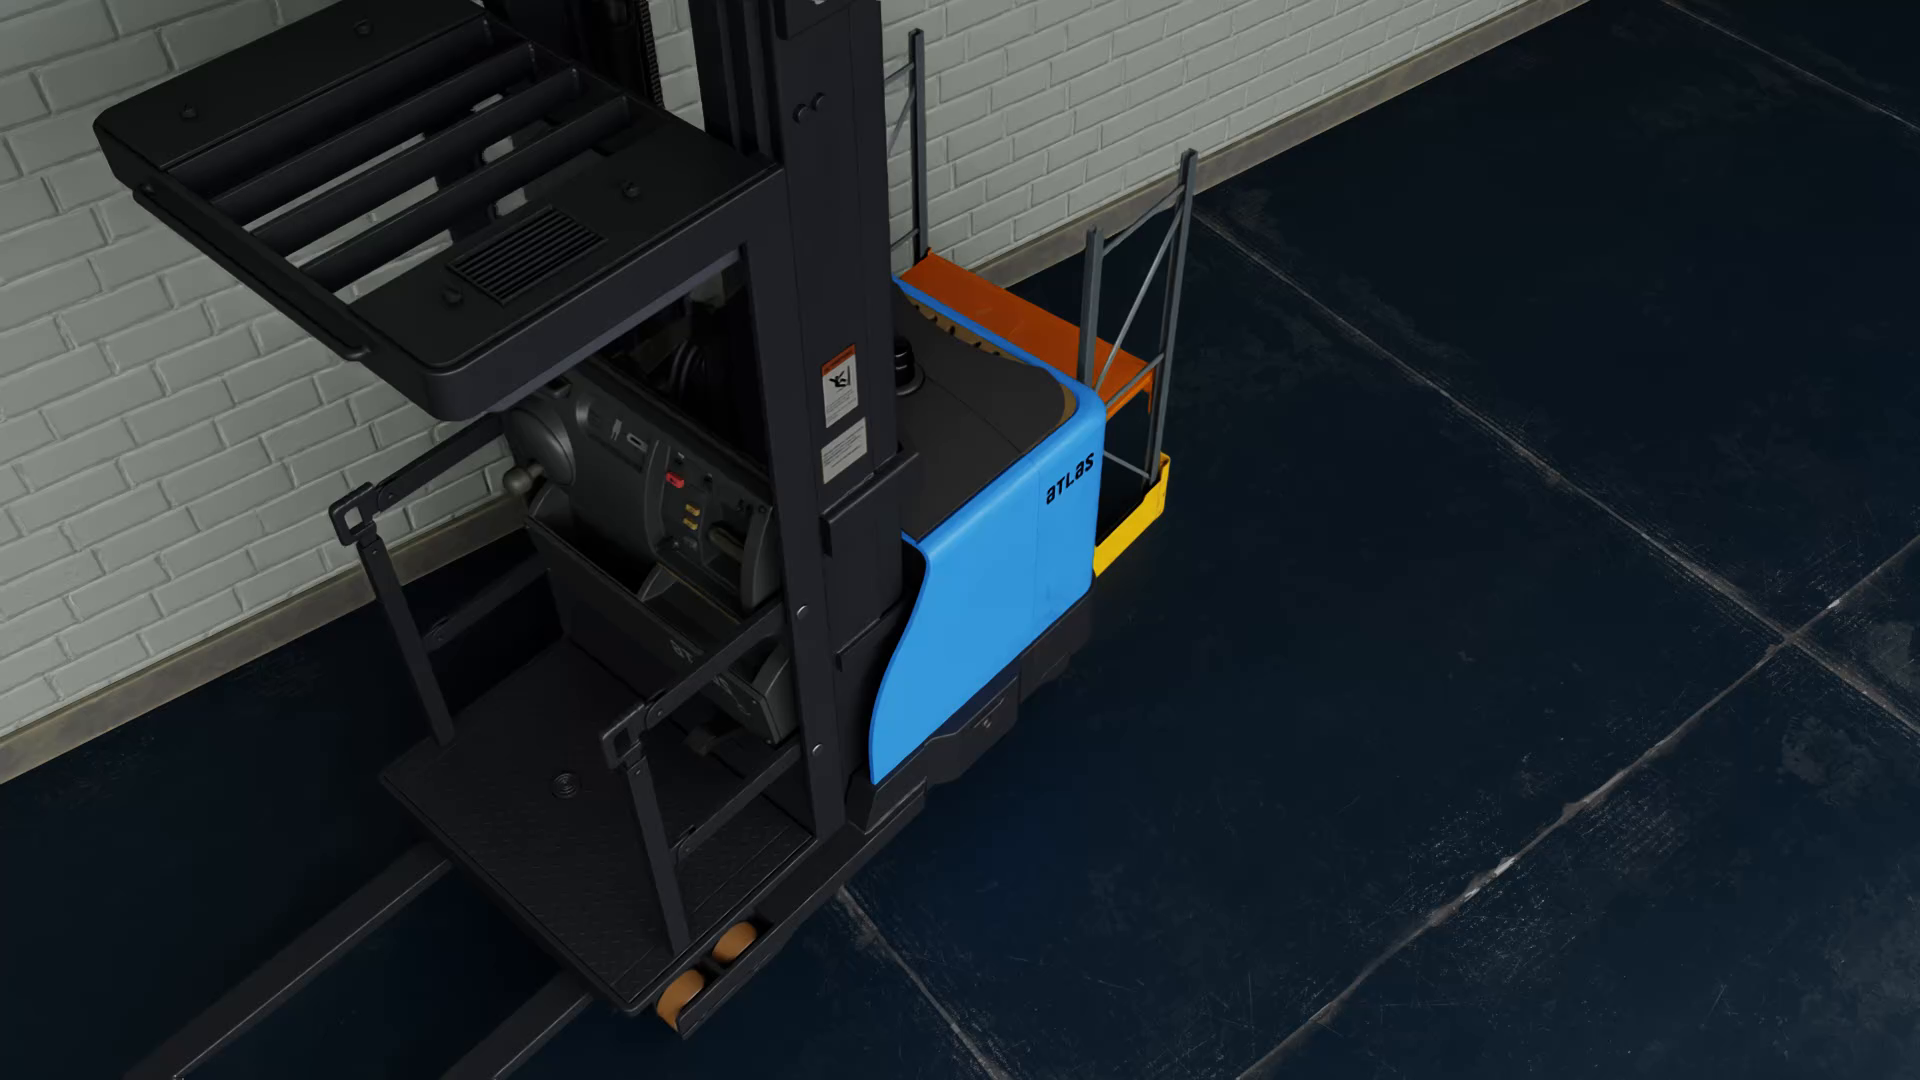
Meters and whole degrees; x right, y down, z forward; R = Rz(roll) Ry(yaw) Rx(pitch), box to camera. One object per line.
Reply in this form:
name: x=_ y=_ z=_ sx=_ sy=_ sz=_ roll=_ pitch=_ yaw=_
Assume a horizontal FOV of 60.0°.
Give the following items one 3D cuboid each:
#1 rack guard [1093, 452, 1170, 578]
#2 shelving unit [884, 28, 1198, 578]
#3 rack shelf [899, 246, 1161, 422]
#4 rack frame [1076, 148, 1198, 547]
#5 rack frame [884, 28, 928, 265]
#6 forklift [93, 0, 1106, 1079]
rack guard: x=0.508 y=-0.045 z=5.622 sx=0.087 sy=0.250 sz=0.587 roll=31 pitch=55 yaw=25
shelving unit: x=0.122 y=-0.697 z=5.370 sx=1.083 sy=1.500 sz=0.587 roll=31 pitch=55 yaw=25
rack shelf: x=0.115 y=-0.581 z=5.507 sx=1.000 sy=0.185 sz=0.538 roll=31 pitch=55 yaw=25
rack frame: x=0.509 y=-0.464 z=5.158 sx=0.032 sy=1.500 sz=0.500 roll=31 pitch=55 yaw=25
rack frame: x=-0.280 y=-0.939 z=5.589 sx=0.032 sy=1.500 sz=0.500 roll=31 pitch=55 yaw=25
forklift: x=-0.924 y=-0.081 z=3.845 sx=1.130 sy=2.935 sz=3.031 roll=33 pitch=56 yaw=26
